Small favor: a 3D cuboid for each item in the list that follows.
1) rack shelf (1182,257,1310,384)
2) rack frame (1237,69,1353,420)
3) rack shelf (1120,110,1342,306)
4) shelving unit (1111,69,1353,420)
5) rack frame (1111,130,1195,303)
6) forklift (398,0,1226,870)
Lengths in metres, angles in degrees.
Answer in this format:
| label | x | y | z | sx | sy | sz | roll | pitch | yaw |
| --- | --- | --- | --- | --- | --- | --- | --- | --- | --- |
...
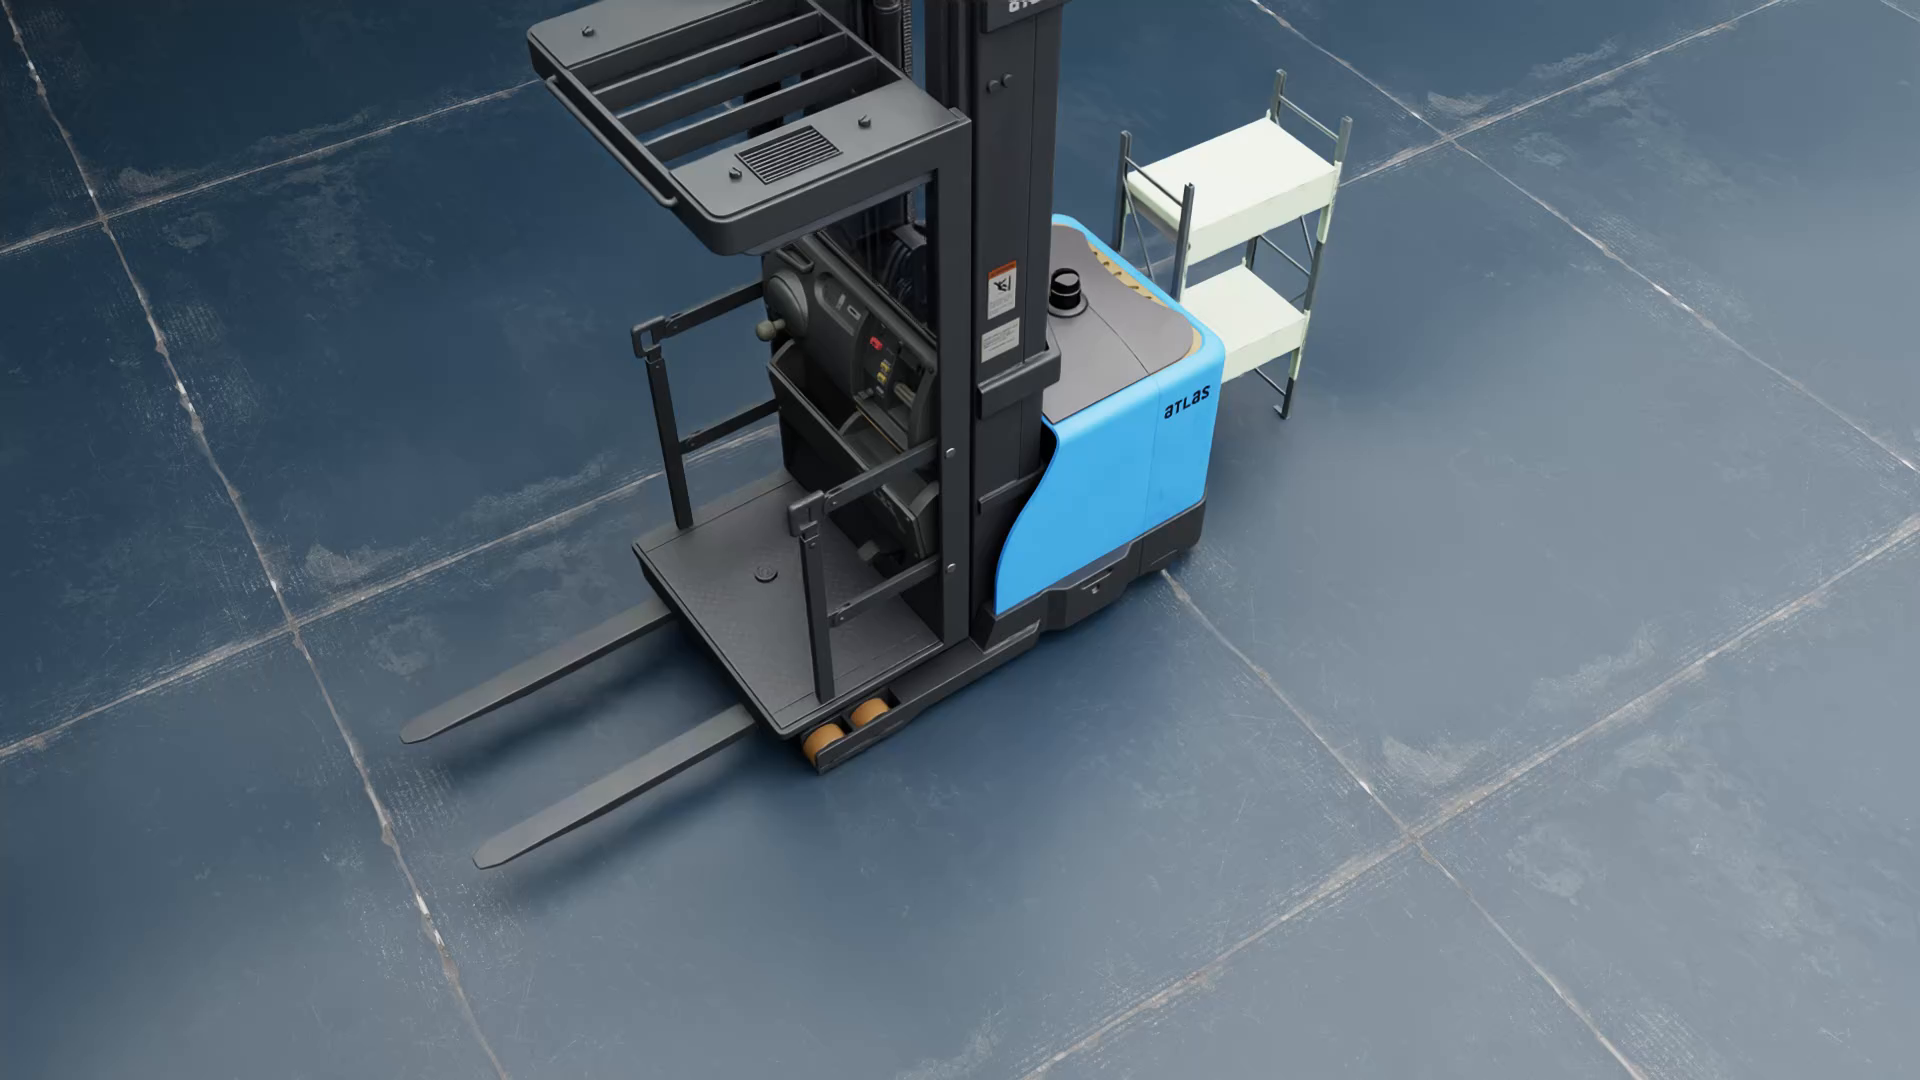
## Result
| label | x | y | z | sx | sy | sz | roll | pitch | yaw |
| --- | --- | --- | --- | --- | --- | --- | --- | --- | --- |
| rack shelf | 1.000 | -0.780 | 6.819 | 0.720 | 0.370 | 0.431 | -26 | 53 | -22 |
| rack frame | 1.307 | -1.147 | 6.712 | 0.023 | 1.500 | 0.400 | -26 | 53 | -22 |
| rack shelf | 1.003 | -1.258 | 6.286 | 0.720 | 0.370 | 0.431 | -26 | 53 | -22 |
| shelving unit | 1.001 | -0.998 | 6.577 | 0.755 | 1.500 | 0.431 | -26 | 53 | -22 |
| rack frame | 0.696 | -0.848 | 6.441 | 0.023 | 1.500 | 0.400 | -26 | 53 | -22 |
| forklift | -0.535 | -0.608 | 5.274 | 3.031 | 2.935 | 1.130 | -28 | 54 | -23 |
